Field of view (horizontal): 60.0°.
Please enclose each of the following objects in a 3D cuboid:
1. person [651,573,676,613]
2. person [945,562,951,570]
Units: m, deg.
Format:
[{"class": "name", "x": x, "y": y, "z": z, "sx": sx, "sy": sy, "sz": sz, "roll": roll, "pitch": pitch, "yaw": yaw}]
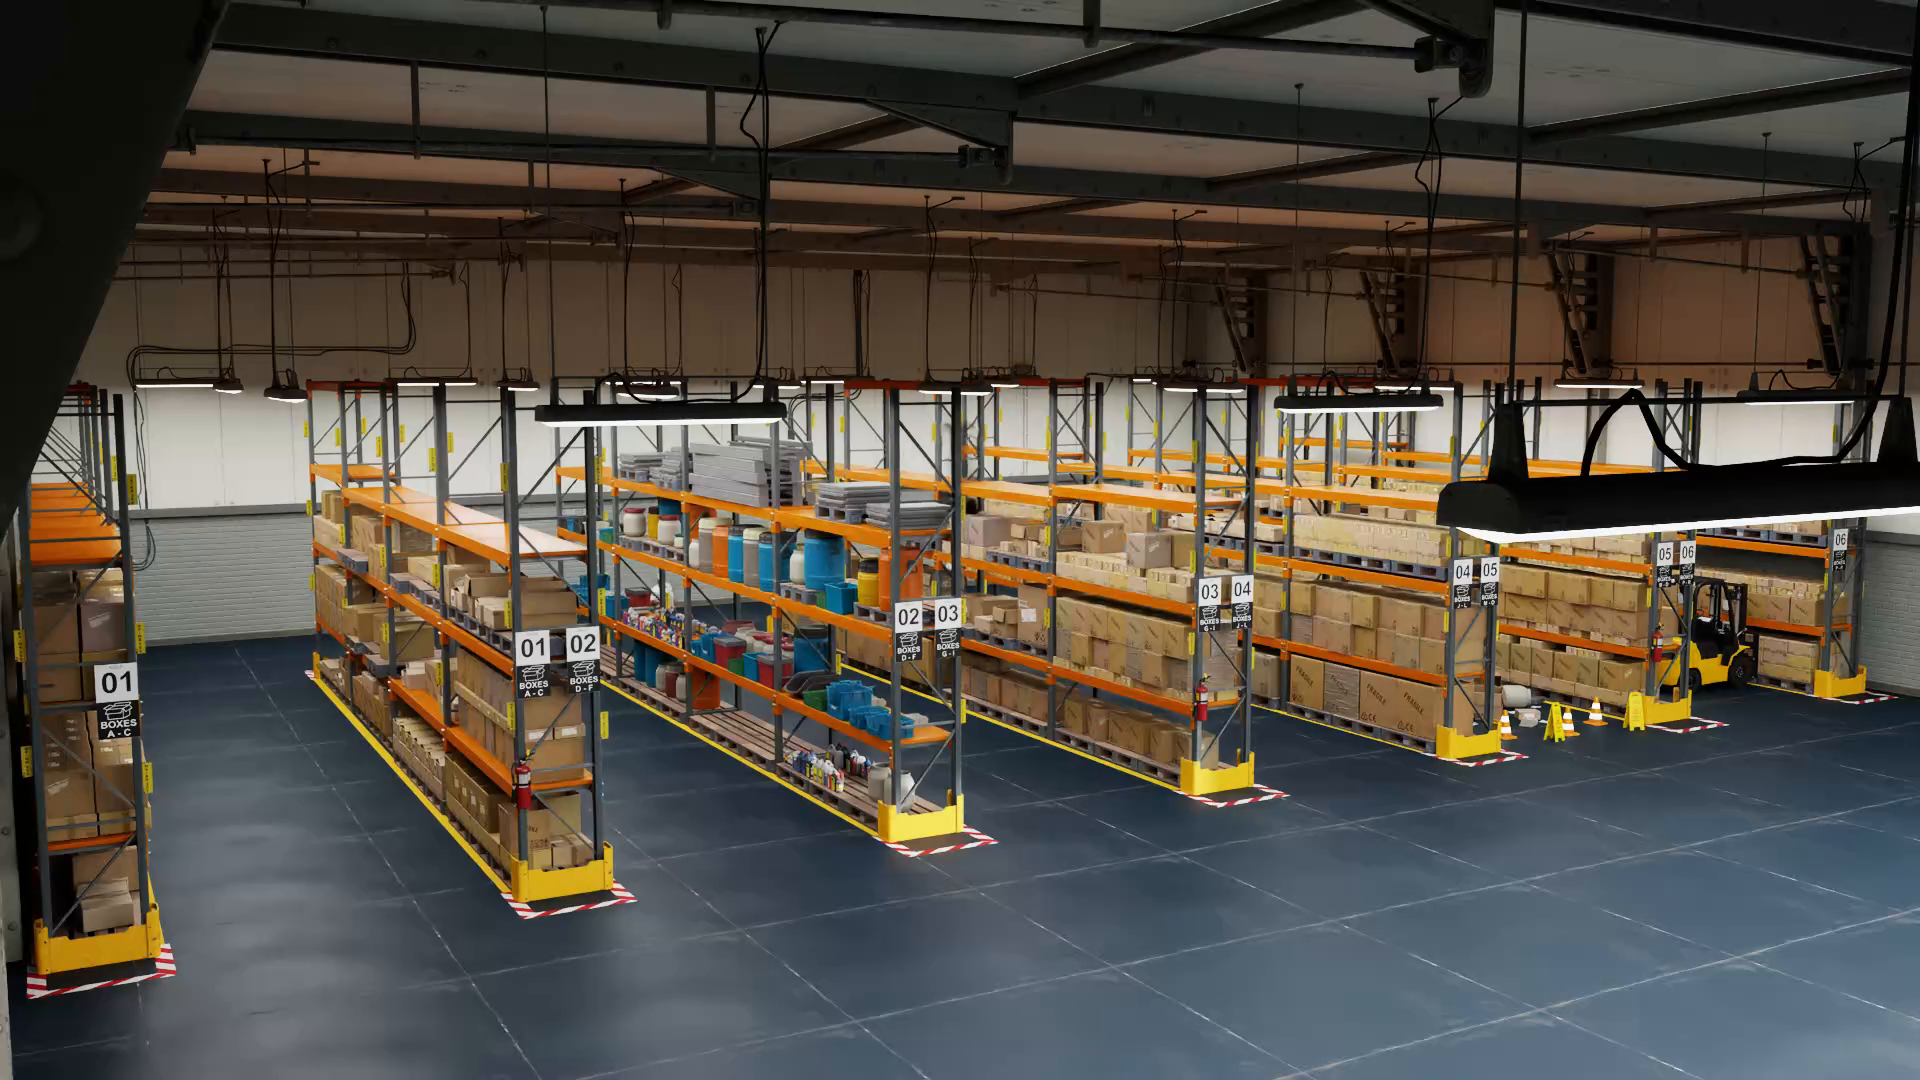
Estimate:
[{"class": "person", "x": -6.534, "y": 1.572, "z": 36.794, "sx": 0.778, "sy": 1.758, "sz": 0.679, "roll": -5, "pitch": 8, "yaw": -39}, {"class": "person", "x": -0.133, "y": 1.024, "z": 41.986, "sx": 0.647, "sy": 1.840, "sz": 0.749, "roll": 5, "pitch": 8, "yaw": 37}]
